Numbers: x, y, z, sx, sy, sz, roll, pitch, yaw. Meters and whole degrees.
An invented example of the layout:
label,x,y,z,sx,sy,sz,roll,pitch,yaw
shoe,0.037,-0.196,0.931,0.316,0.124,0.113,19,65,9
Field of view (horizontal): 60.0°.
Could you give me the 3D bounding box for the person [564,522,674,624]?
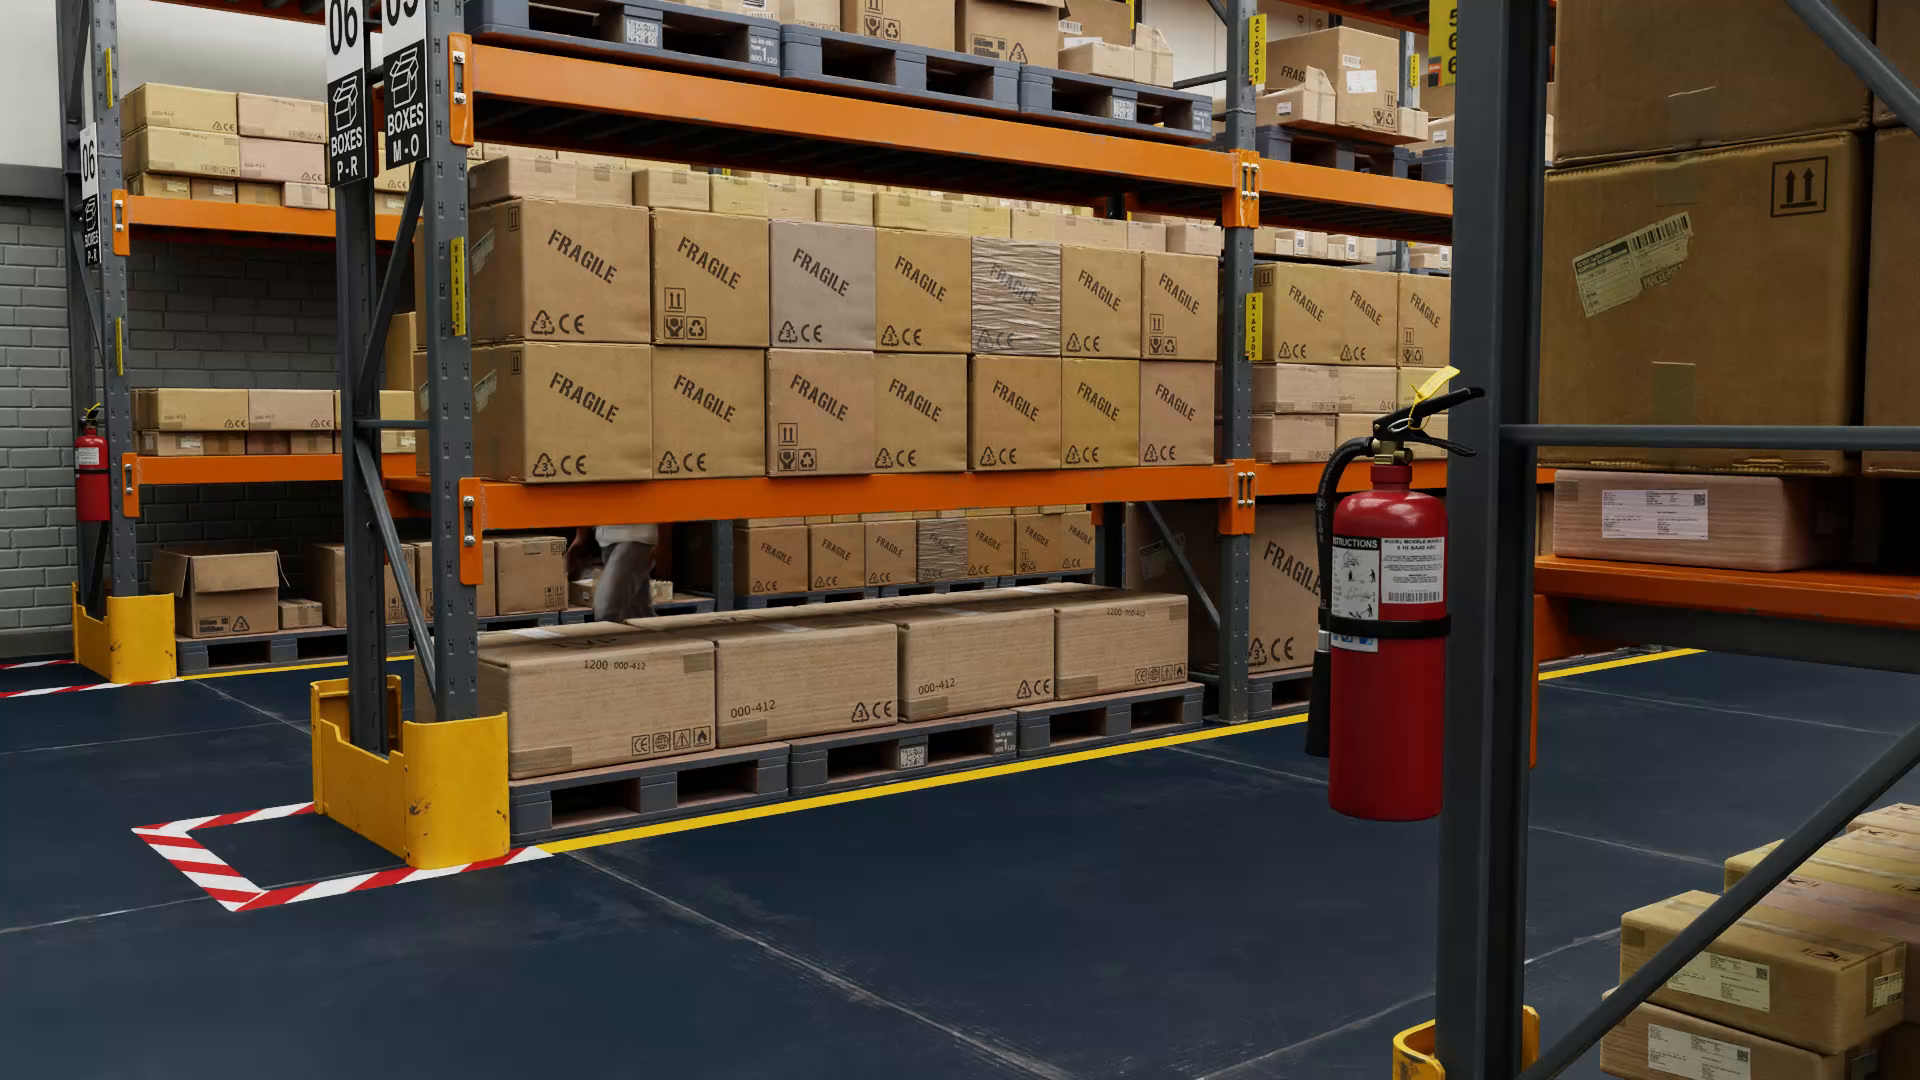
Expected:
label,x,y,z,sx,sy,sz,roll,pitch,yaw
person,-1.680,0.055,8.438,0.624,1.831,0.593,-3,5,-38
